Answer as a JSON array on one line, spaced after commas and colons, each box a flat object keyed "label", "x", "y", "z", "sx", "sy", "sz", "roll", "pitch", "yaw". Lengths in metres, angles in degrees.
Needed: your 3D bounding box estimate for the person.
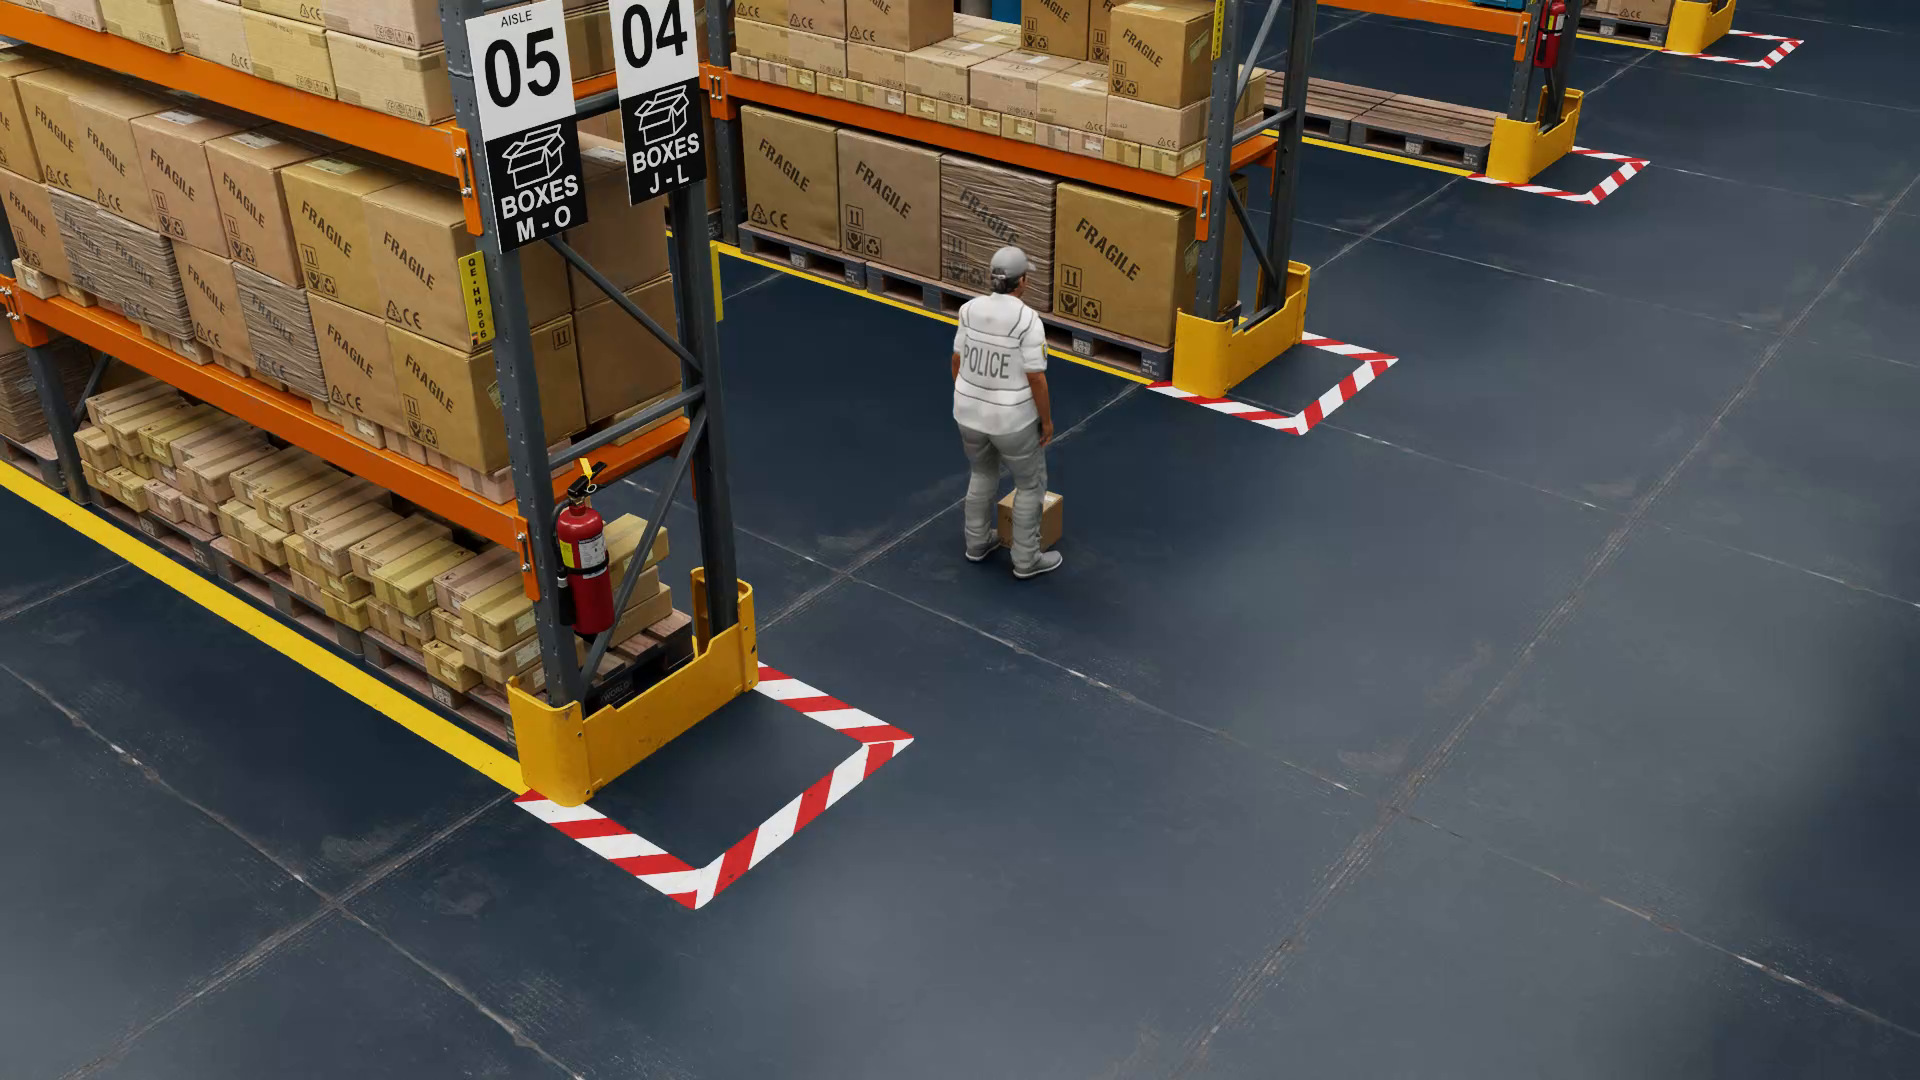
[{"label": "person", "x": 0.230, "y": -0.618, "z": 8.152, "sx": 0.563, "sy": 1.666, "sz": 0.469, "roll": 19, "pitch": 36, "yaw": 28}]
